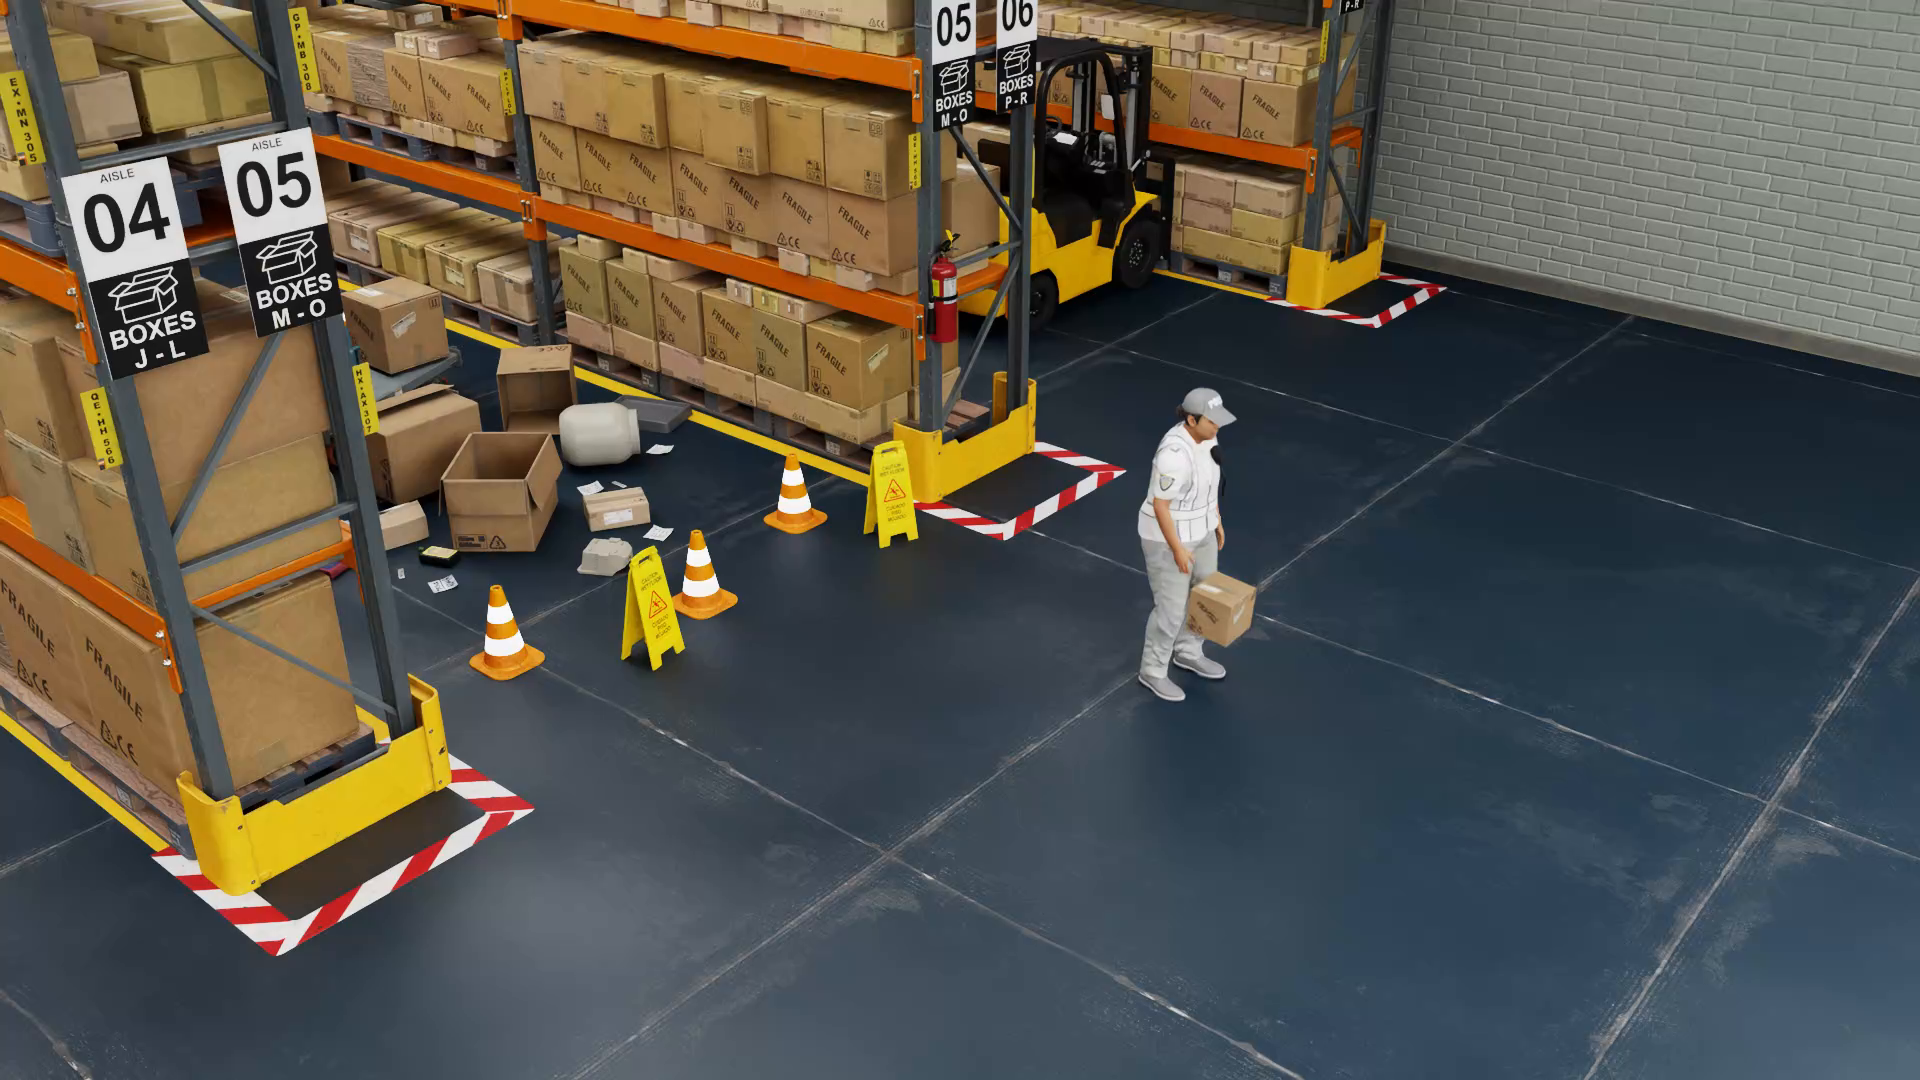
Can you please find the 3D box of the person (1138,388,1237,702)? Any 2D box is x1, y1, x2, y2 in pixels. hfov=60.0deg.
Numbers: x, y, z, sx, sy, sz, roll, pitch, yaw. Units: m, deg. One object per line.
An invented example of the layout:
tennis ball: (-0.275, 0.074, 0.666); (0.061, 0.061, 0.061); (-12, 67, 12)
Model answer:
person: (1.170, -0.011, 8.630); (0.452, 1.670, 0.526); (20, 33, 33)
